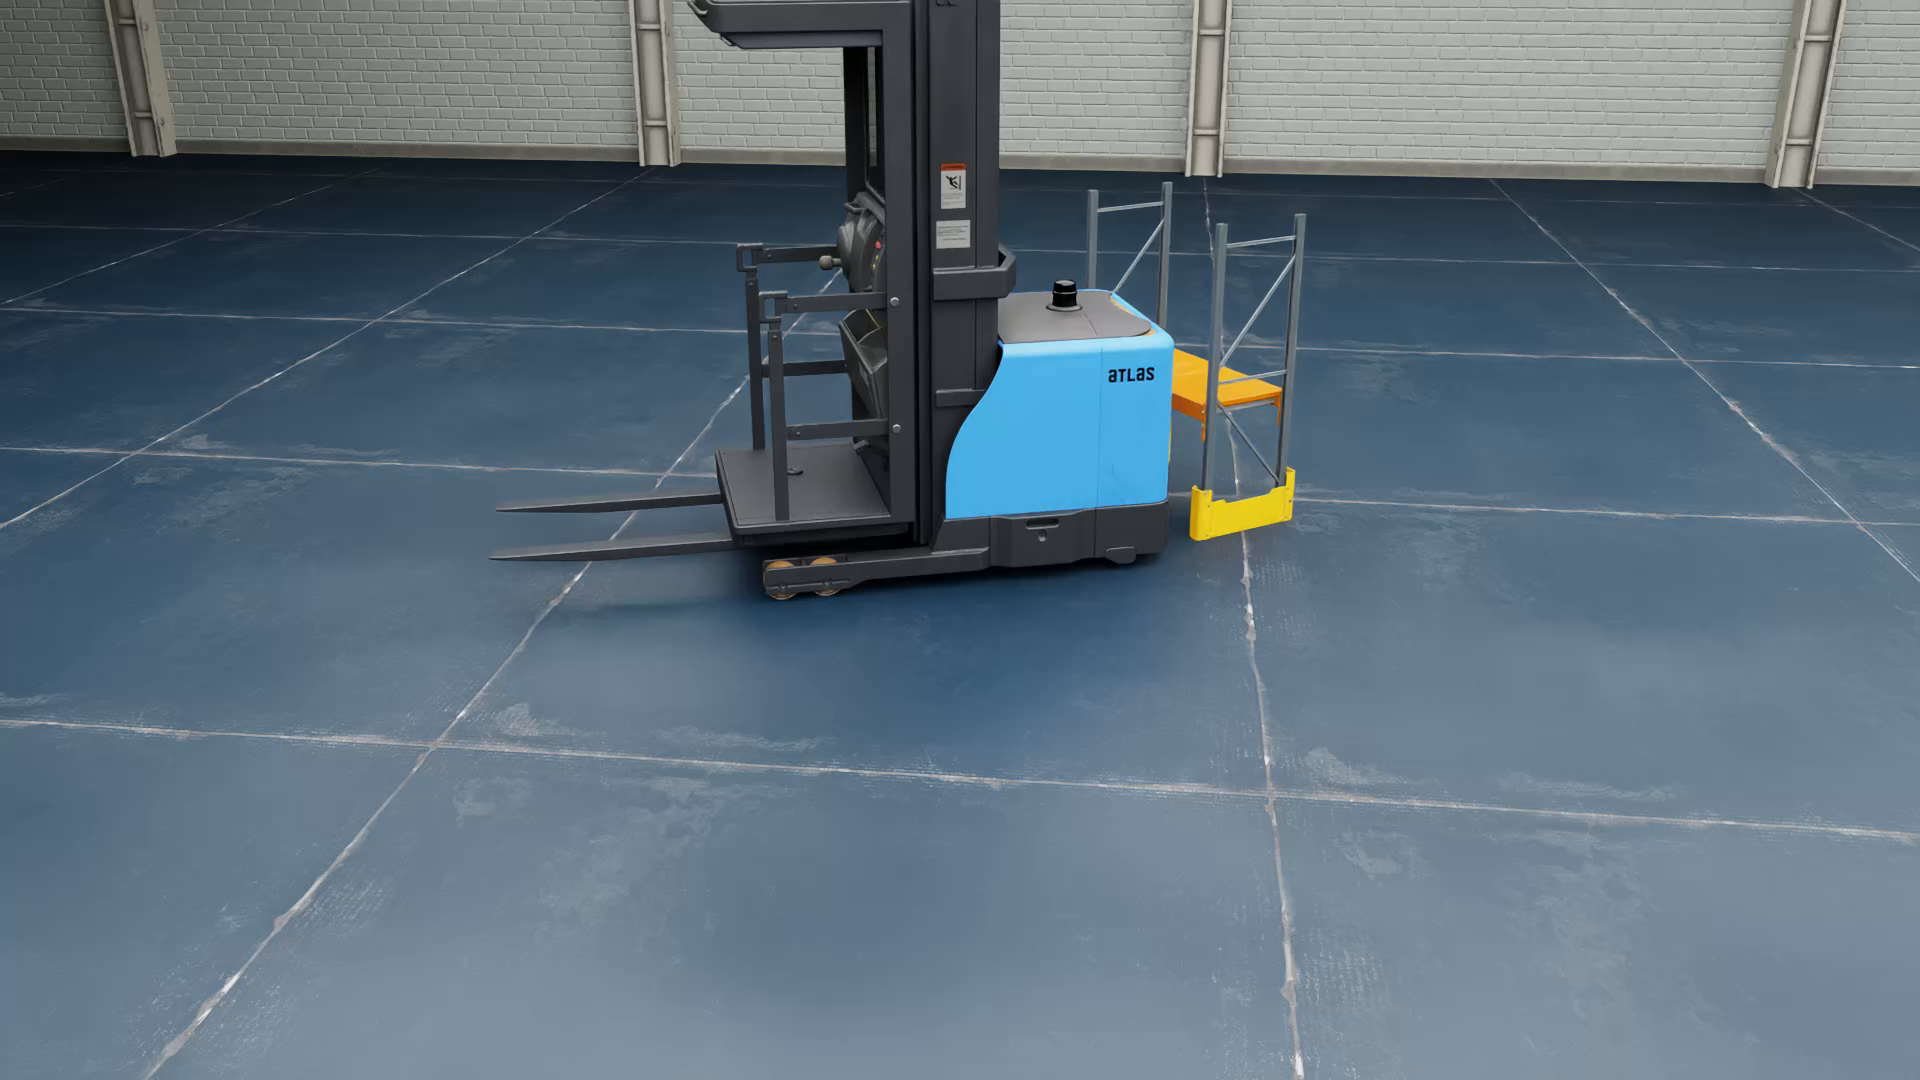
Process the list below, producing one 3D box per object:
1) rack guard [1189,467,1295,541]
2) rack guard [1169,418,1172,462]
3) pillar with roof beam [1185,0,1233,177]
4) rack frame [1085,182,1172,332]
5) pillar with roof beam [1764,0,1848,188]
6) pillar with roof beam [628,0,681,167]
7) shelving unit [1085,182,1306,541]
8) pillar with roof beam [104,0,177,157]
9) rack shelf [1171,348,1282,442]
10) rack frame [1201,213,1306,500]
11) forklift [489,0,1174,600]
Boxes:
[{"bbox_3d":[1.368,-0.178,8.050,0.587,0.250,0.087,-12,25,-28],"label":"rack guard"},{"bbox_3d":[0.868,-0.495,8.851,0.587,0.250,0.087,-12,25,-28],"label":"rack guard"},{"bbox_3d":[2.113,-6.548,12.263,0.400,9.000,9.100,2,22,6],"label":"pillar with roof beam"},{"bbox_3d":[0.859,-1.082,8.637,0.500,1.500,0.032,-12,25,-28],"label":"rack frame"},{"bbox_3d":[8.072,-6.288,11.606,0.400,9.000,9.100,2,22,6],"label":"pillar with roof beam"},{"bbox_3d":[-3.845,-6.808,12.919,0.400,9.000,9.100,2,22,6],"label":"pillar with roof beam"},{"bbox_3d":[1.118,-0.917,8.220,0.587,1.500,1.083,-12,25,-28],"label":"shelving unit"},{"bbox_3d":[-9.803,-7.067,13.576,0.400,9.000,9.100,2,22,6],"label":"pillar with roof beam"},{"bbox_3d":[1.114,-0.753,8.294,0.538,0.185,1.000,-12,25,-28],"label":"rack shelf"},{"bbox_3d":[1.369,-0.759,7.819,0.500,1.500,0.032,-12,25,-28],"label":"rack frame"},{"bbox_3d":[-0.613,-1.314,7.278,3.031,2.935,1.130,-5,22,-11],"label":"forklift"}]
